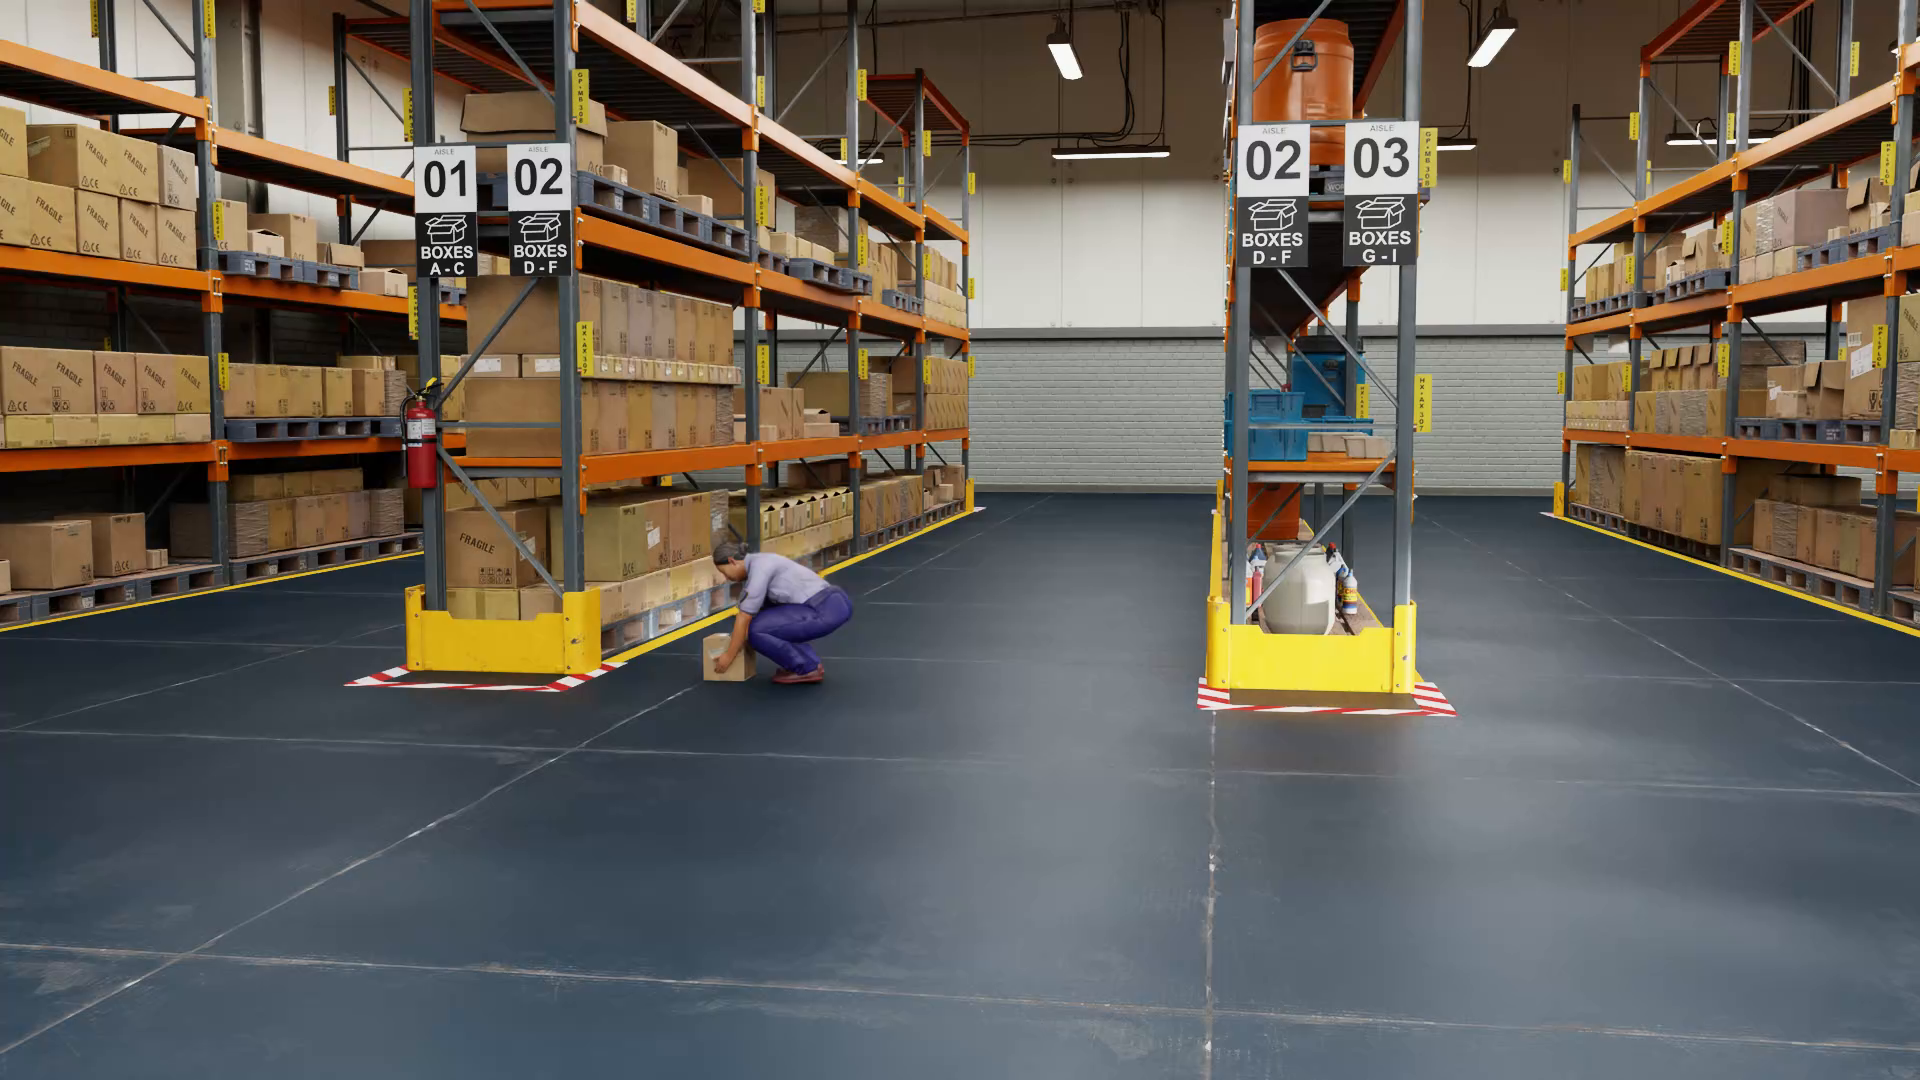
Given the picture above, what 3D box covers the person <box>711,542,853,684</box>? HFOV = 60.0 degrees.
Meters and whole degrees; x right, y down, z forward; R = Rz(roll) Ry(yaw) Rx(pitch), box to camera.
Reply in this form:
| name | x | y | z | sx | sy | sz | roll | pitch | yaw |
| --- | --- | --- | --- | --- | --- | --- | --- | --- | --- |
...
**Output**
| name | x | y | z | sx | sy | sz | roll | pitch | yaw |
| --- | --- | --- | --- | --- | --- | --- | --- | --- | --- |
| person | -1.052 | 0.423 | 9.881 | 0.815 | 0.833 | 0.517 | 1 | 5 | 9 |
